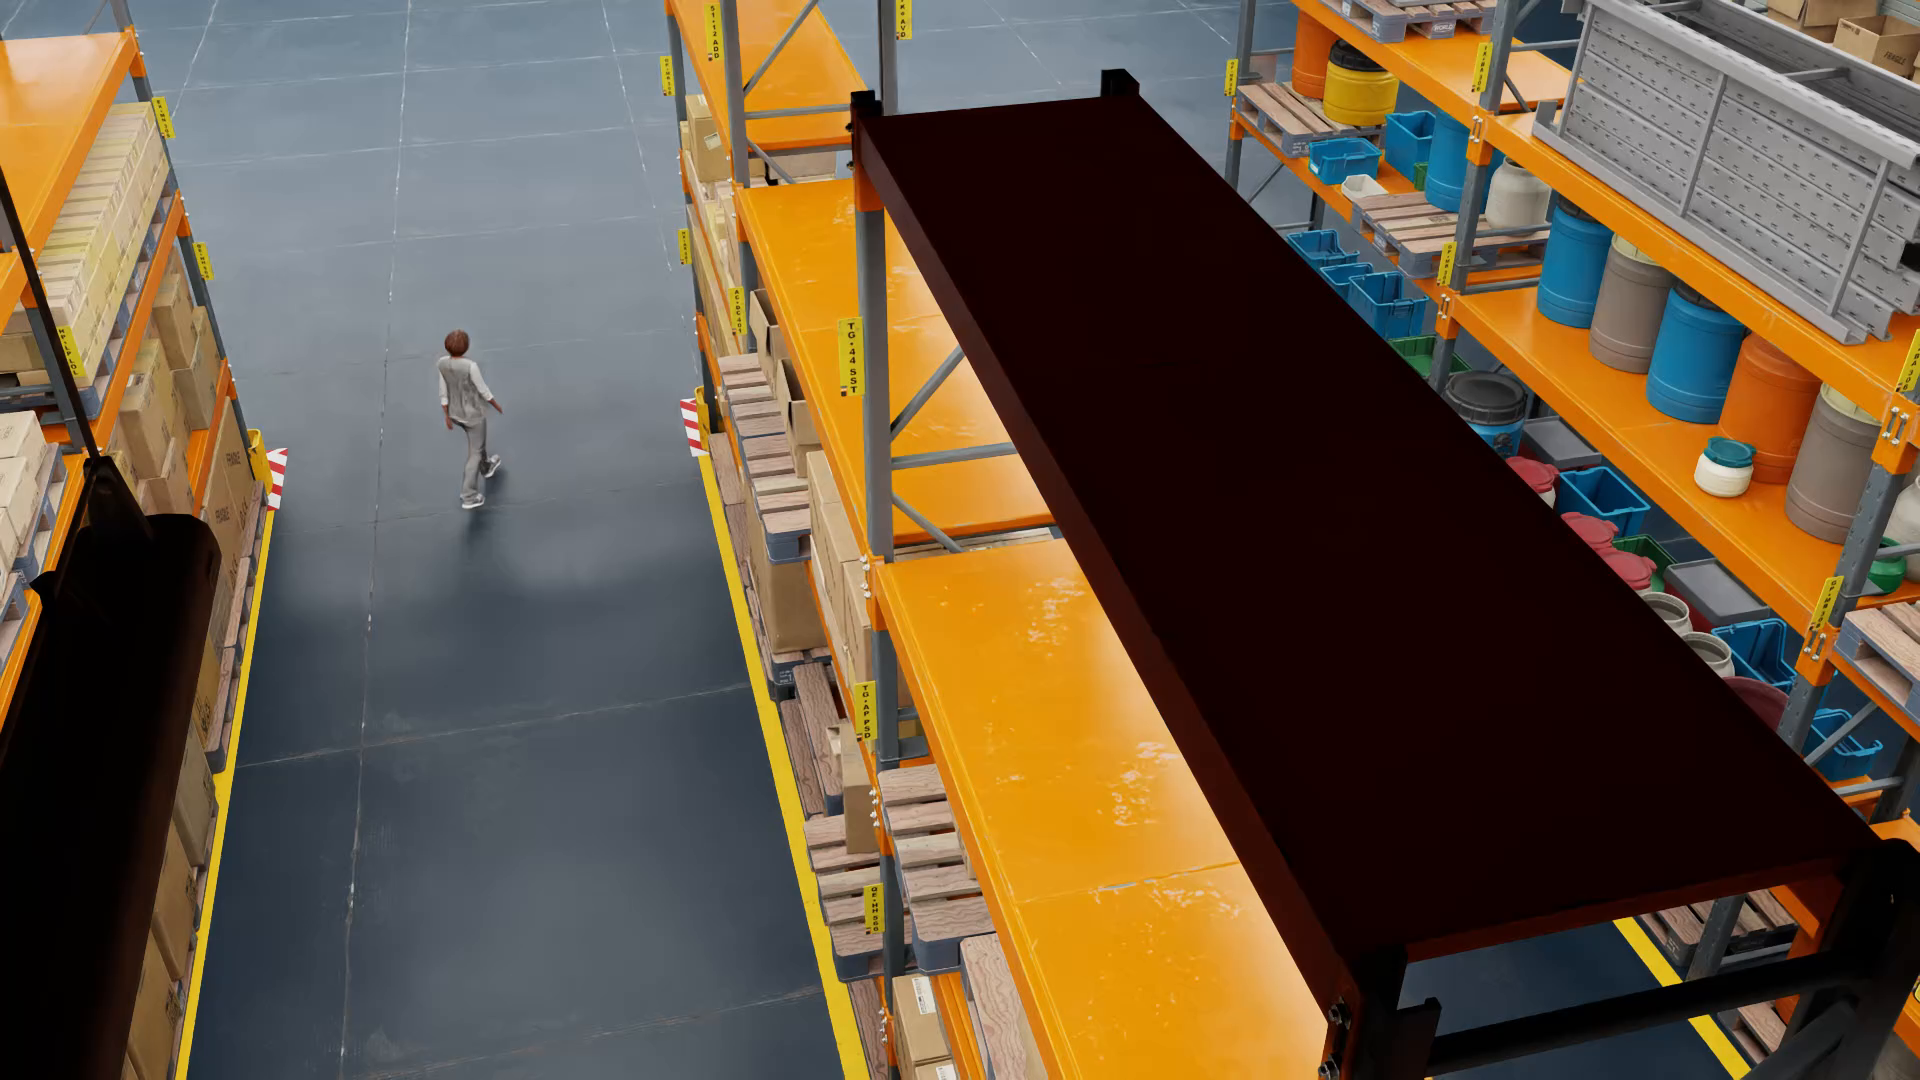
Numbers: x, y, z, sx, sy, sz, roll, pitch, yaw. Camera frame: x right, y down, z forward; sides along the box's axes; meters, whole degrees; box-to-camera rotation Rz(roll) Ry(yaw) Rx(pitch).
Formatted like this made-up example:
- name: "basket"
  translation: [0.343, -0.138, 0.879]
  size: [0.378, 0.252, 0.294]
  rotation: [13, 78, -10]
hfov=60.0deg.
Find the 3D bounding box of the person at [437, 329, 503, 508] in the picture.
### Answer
- name: "person"
  translation: [-4.209, -1.096, 14.302]
  size: [0.426, 1.561, 0.817]
  rotation: [16, 38, 22]
